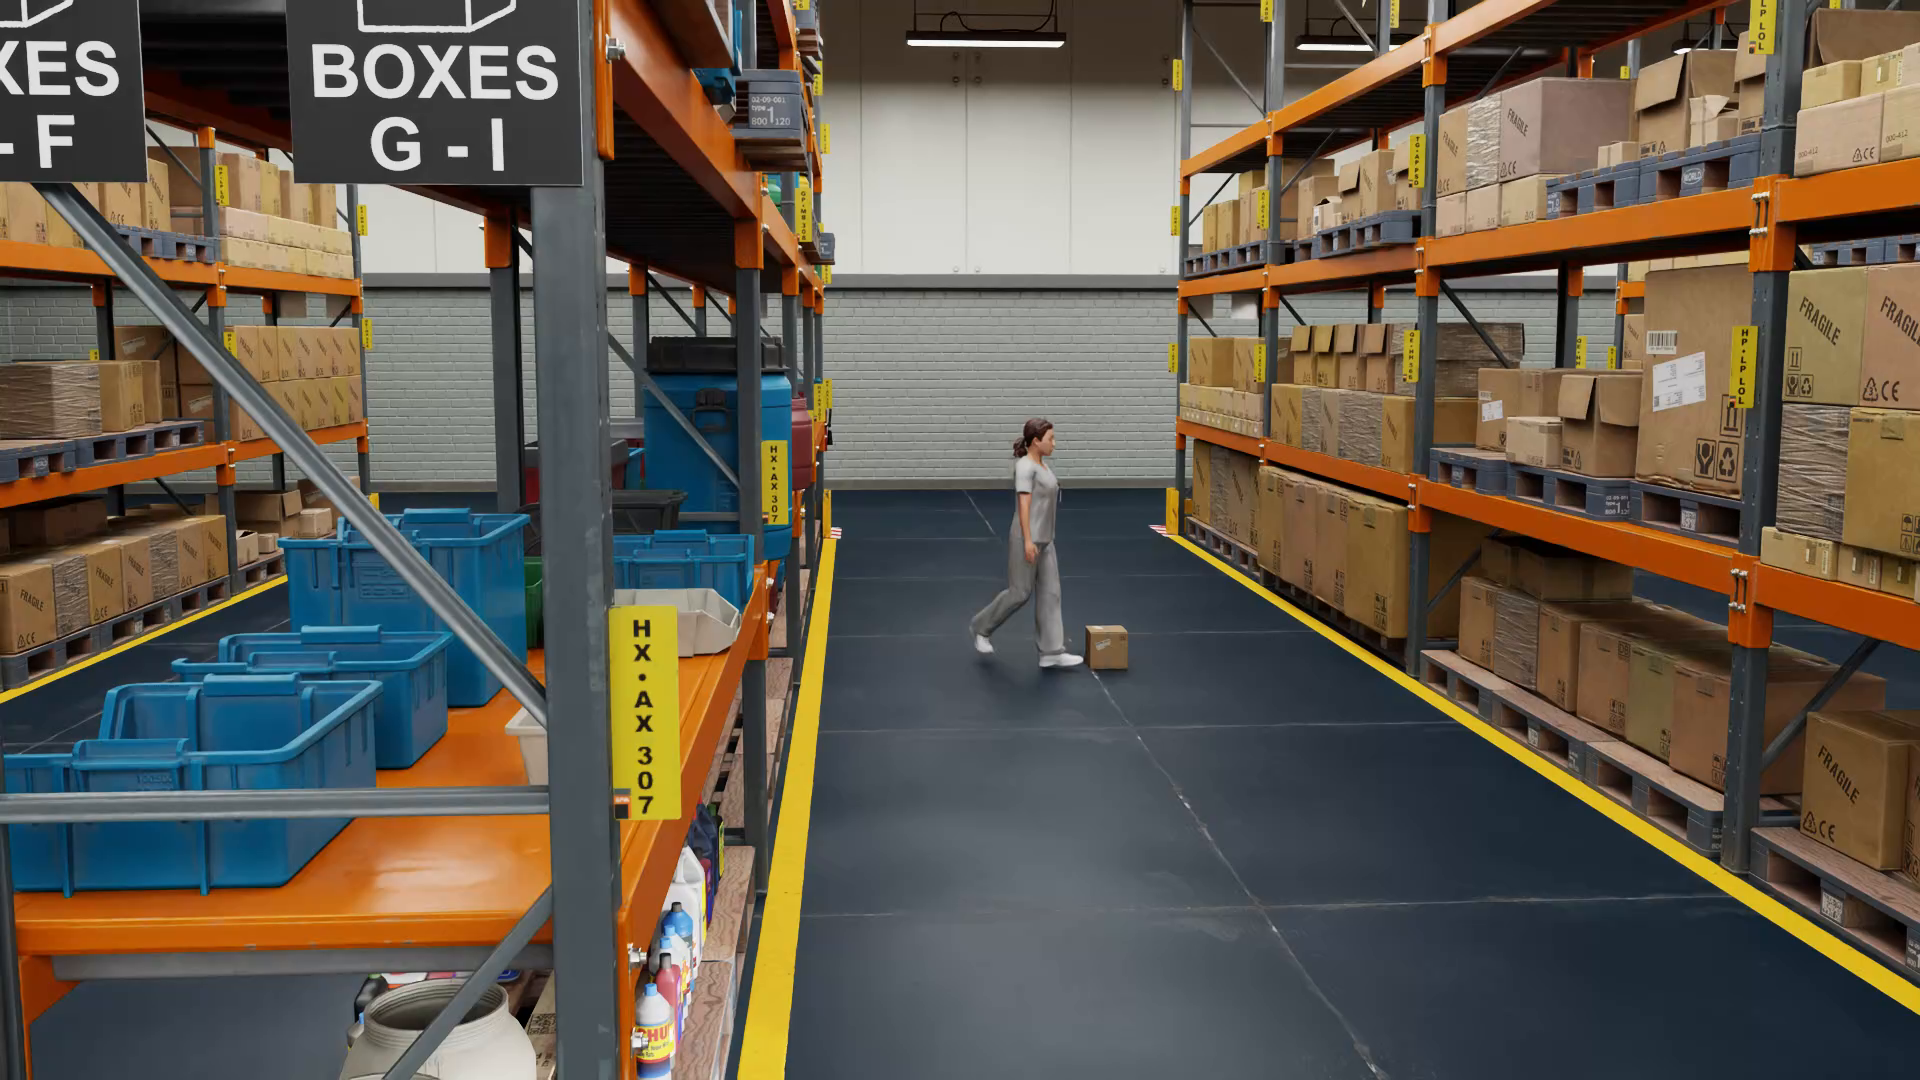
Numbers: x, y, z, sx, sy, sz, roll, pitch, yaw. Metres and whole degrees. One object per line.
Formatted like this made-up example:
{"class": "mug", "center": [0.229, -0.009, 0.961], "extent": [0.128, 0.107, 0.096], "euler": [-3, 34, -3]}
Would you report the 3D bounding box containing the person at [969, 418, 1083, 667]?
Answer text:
{"class": "person", "center": [0.443, 0.011, 11.148], "extent": [0.848, 1.656, 0.524], "euler": [4, 8, 27]}
